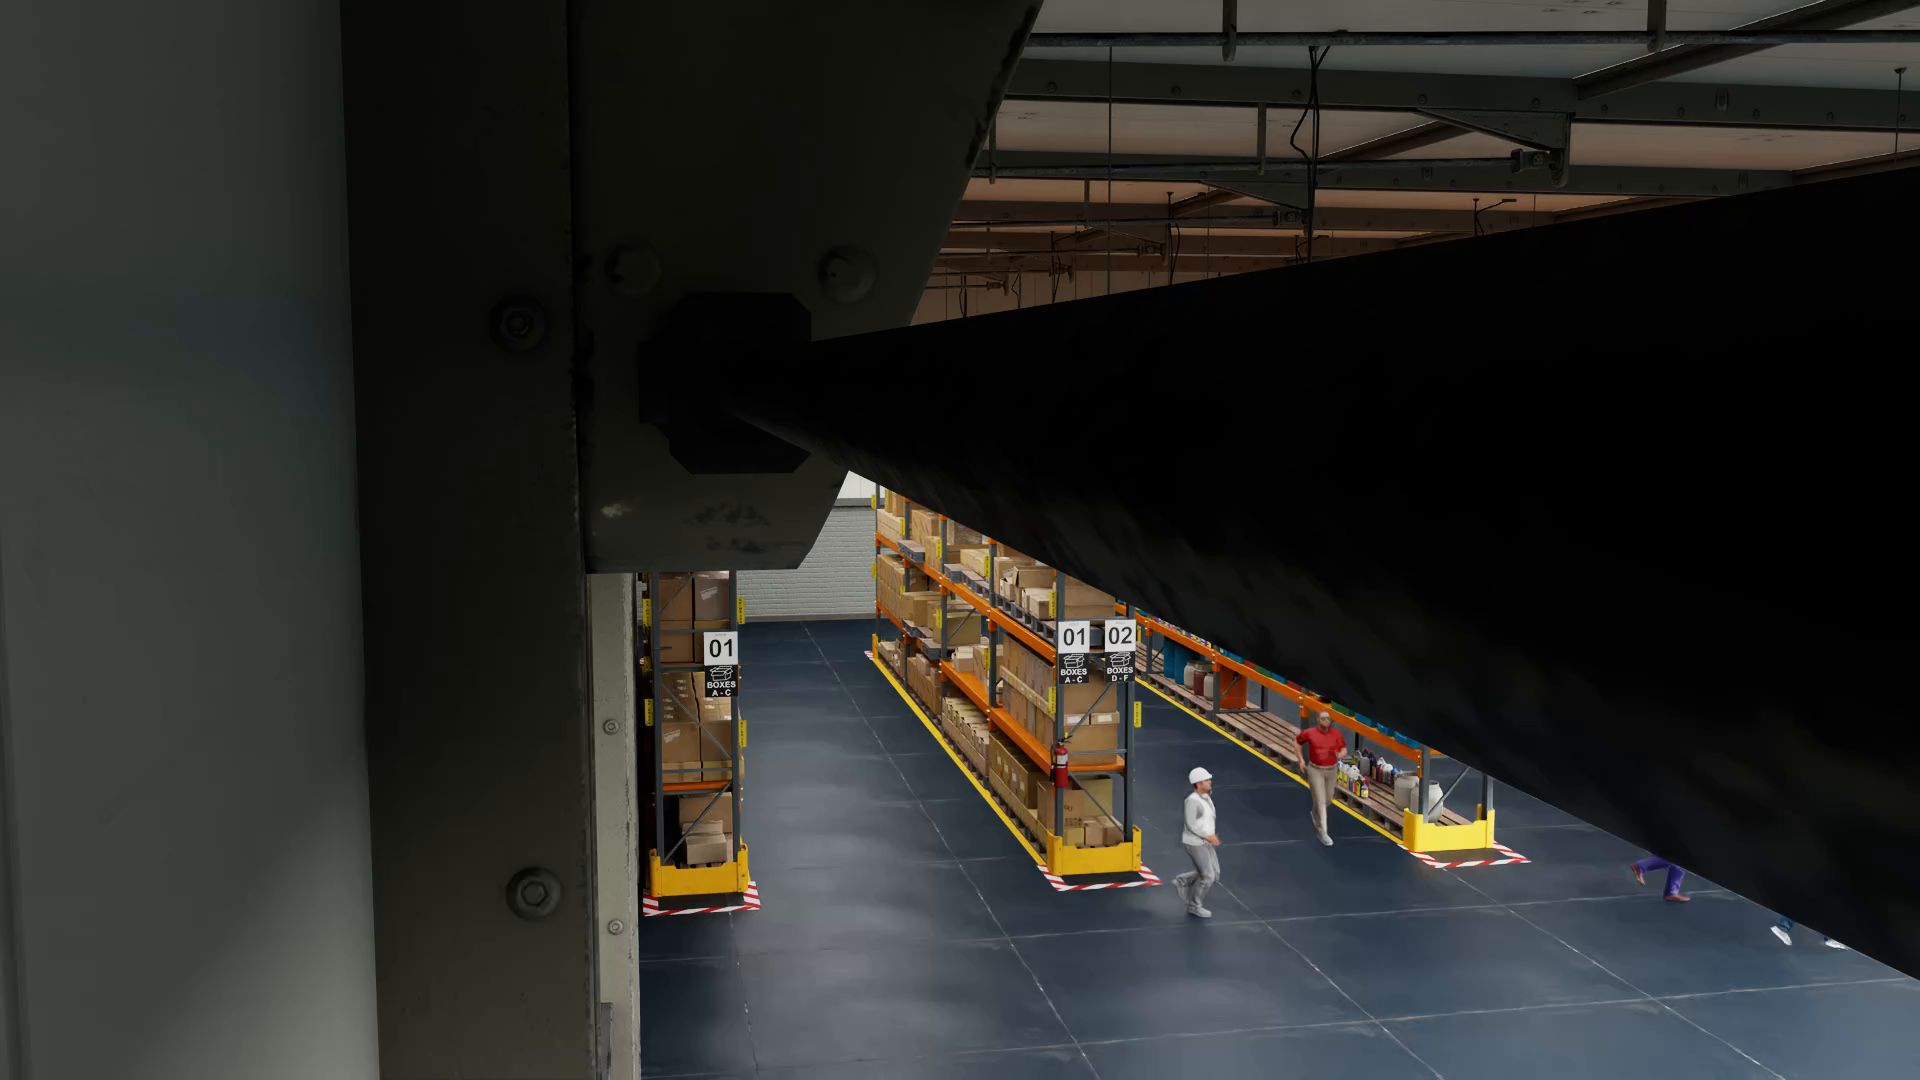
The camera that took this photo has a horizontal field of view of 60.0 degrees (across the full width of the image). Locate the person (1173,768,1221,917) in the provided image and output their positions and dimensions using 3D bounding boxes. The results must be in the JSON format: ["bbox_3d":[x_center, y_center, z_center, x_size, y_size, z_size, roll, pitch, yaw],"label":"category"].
[{"bbox_3d":[2.778,3.497,19.327,0.566,1.739,0.694,2,6,21],"label":"person"}]

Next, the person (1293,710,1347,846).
[{"bbox_3d":[4.891,3.147,22.425,0.666,1.725,0.946,-1,6,-10],"label":"person"}]

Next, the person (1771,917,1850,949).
[{"bbox_3d":[9.274,3.658,18.019,0.840,1.580,0.545,1,6,5],"label":"person"}]

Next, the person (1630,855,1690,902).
[{"bbox_3d":[8.397,3.499,19.899,0.679,1.603,0.638,2,6,21],"label":"person"}]
